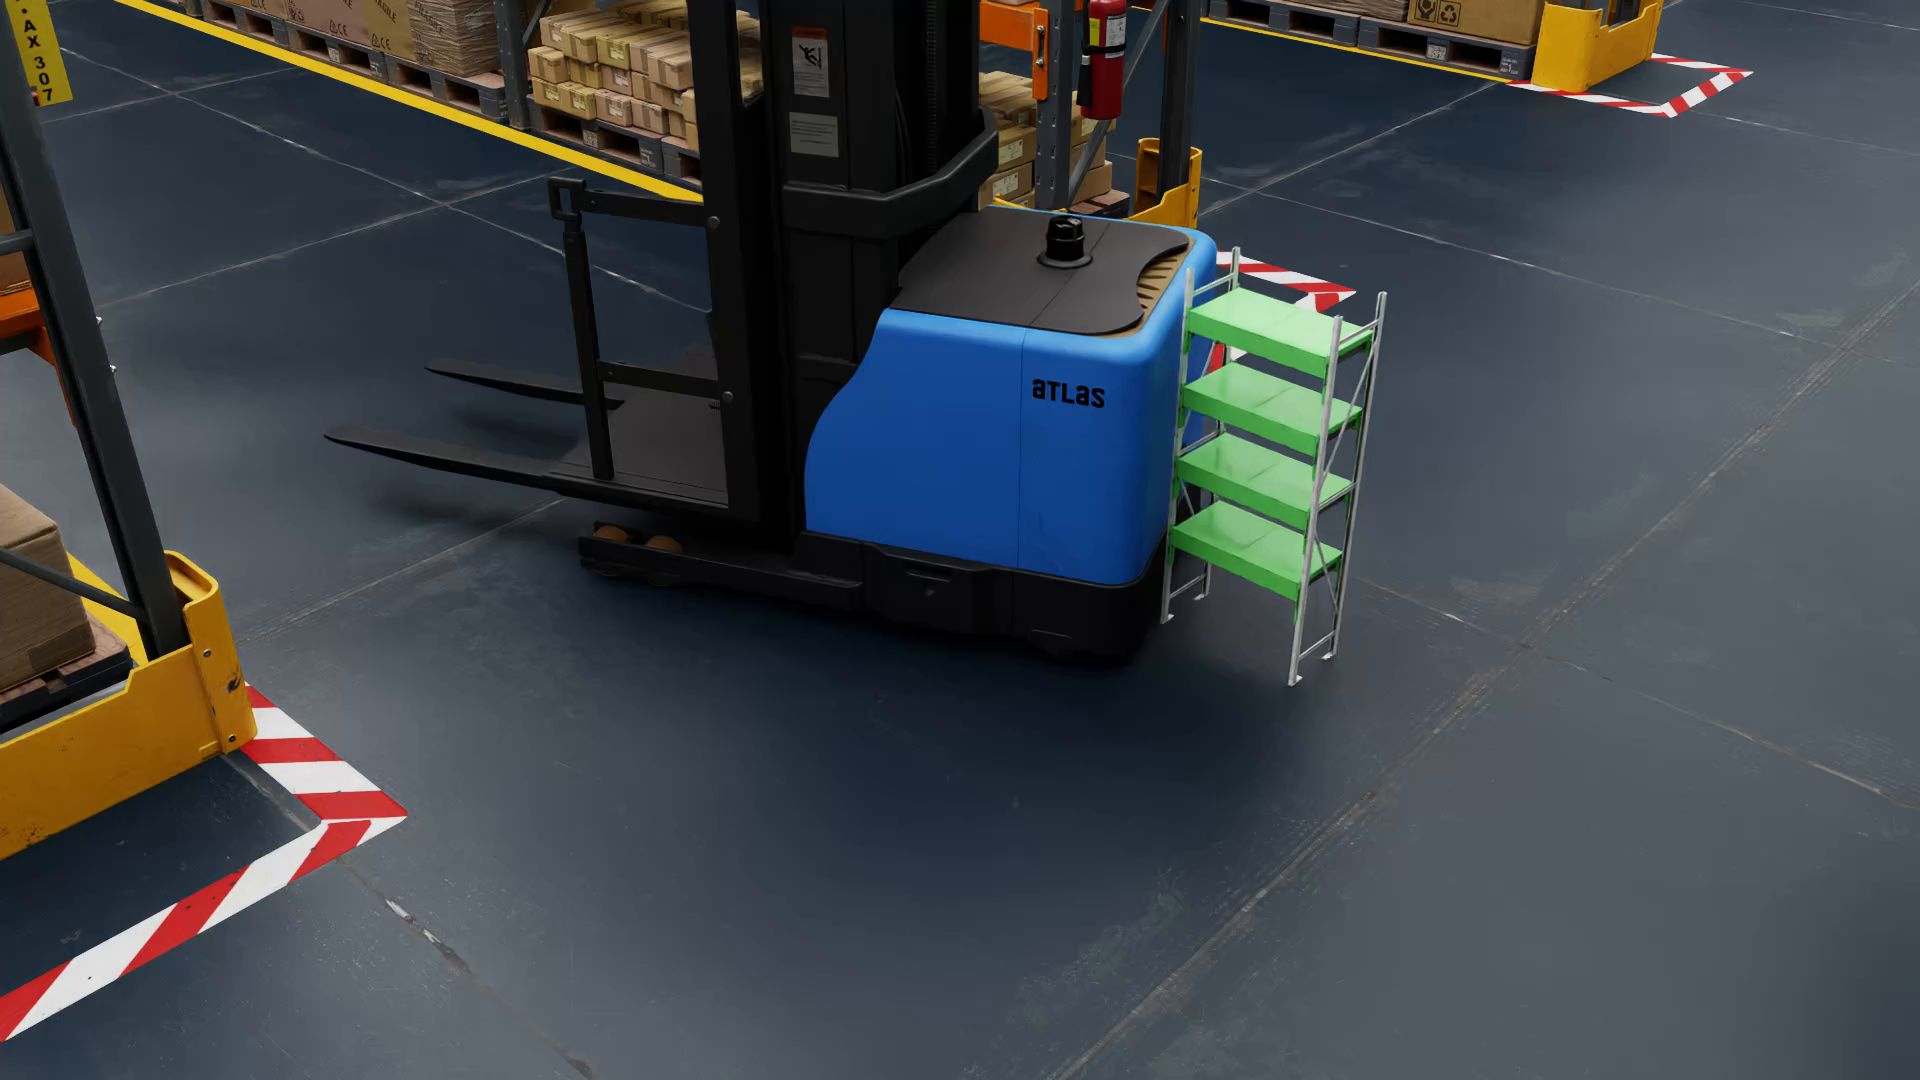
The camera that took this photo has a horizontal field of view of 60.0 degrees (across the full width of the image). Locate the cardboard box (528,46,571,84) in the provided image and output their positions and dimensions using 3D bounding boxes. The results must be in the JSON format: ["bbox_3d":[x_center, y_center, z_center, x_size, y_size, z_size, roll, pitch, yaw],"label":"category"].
[{"bbox_3d":[-2.211,-2.716,9.422,0.250,0.149,0.380,27,40,37],"label":"cardboard box"}]

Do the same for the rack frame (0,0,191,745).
[{"bbox_3d":[-2.546,-0.566,3.782,0.127,3.000,1.000,25,39,35],"label":"rack frame"}]

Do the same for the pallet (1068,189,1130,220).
[{"bbox_3d":[0.066,-1.620,8.237,1.213,0.211,1.003,25,39,35],"label":"pallet"}]

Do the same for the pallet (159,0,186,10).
[{"bbox_3d":[-5.764,-4.370,12.804,1.213,0.211,1.003,25,39,35],"label":"pallet"}]

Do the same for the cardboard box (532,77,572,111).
[{"bbox_3d":[-2.210,-2.588,9.497,0.250,0.149,0.380,23,38,33],"label":"cardboard box"}]

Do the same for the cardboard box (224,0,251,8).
[{"bbox_3d":[-4.877,-4.029,11.551,0.500,0.500,0.500,23,38,33],"label":"cardboard box"}]

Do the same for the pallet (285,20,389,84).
[{"bbox_3d":[-3.752,-3.375,11.151,1.213,0.211,1.003,25,39,35],"label":"pallet"}]

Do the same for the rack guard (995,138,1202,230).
[{"bbox_3d":[0.645,-1.449,7.673,0.348,0.500,1.175,25,39,35],"label":"rack guard"}]

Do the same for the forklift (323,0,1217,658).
[{"bbox_3d":[-0.739,-1.345,5.143,3.031,2.935,1.130,10,33,16],"label":"forklift"}]

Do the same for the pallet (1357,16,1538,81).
[{"bbox_3d":[3.459,-3.408,11.206,1.213,0.211,1.003,25,39,35],"label":"pallet"}]

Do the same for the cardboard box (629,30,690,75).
[{"bbox_3d":[-1.555,-2.625,8.982,0.250,0.149,0.380,24,38,34],"label":"cardboard box"}]

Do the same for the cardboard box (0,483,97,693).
[{"bbox_3d":[-3.102,0.162,4.650,0.875,0.438,0.875,24,38,34],"label":"cardboard box"}]

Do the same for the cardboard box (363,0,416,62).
[{"bbox_3d":[-3.363,-3.325,10.381,0.500,0.500,0.500,24,38,34],"label":"cardboard box"}]

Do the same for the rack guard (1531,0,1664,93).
[{"bbox_3d":[4.122,-3.276,10.708,0.348,0.500,1.175,25,39,35],"label":"rack guard"}]

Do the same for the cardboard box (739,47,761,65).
[{"bbox_3d":[-1.163,-2.443,8.680,0.250,0.149,0.380,23,38,33],"label":"cardboard box"}]

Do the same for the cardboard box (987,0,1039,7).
[{"bbox_3d":[0.270,-2.391,7.057,0.250,0.149,0.380,25,39,35],"label":"cardboard box"}]

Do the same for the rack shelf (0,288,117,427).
[{"bbox_3d":[-4.029,-0.950,5.117,4.000,0.370,1.077,25,39,35],"label":"rack shelf"}]

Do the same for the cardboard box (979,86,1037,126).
[{"bbox_3d":[0.255,-2.068,8.057,0.250,0.149,0.380,26,40,36],"label":"cardboard box"}]

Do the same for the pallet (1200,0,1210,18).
[{"bbox_3d":[1.650,-4.252,12.609,1.213,0.211,1.003,25,39,35],"label":"pallet"}]

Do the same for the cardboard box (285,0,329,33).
[{"bbox_3d":[-4.118,-3.681,10.972,0.500,0.500,0.500,24,38,34],"label":"cardboard box"}]

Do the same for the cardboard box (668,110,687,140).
[{"bbox_3d":[-1.349,-2.281,8.988,0.250,0.149,0.380,23,38,33],"label":"cardboard box"}]

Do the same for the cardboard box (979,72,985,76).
[{"bbox_3d":[-0.085,-2.258,8.373,0.250,0.149,0.380,23,38,33],"label":"cardboard box"}]

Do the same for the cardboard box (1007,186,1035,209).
[{"bbox_3d":[0.171,-1.555,7.781,0.250,0.149,0.380,26,40,36],"label":"cardboard box"}]

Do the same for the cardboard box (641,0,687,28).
[{"bbox_3d":[-1.610,-2.995,9.596,0.250,0.149,0.380,26,39,36],"label":"cardboard box"}]

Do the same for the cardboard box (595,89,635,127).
[{"bbox_3d":[-1.794,-2.430,9.234,0.250,0.149,0.380,25,39,35],"label":"cardboard box"}]

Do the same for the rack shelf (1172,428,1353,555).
[{"bbox_3d":[0.904,-0.152,4.962,0.480,0.148,0.258,26,40,36],"label":"rack shelf"}]

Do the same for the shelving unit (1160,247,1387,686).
[{"bbox_3d":[0.904,-0.206,4.929,0.503,1.200,0.258,26,40,36],"label":"shelving unit"}]

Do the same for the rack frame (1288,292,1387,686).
[{"bbox_3d":[1.080,-0.119,4.785,0.015,1.200,0.240,26,40,36],"label":"rack frame"}]

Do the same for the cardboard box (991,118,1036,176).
[{"bbox_3d":[0.138,-1.794,7.601,0.250,0.149,0.380,26,39,36],"label":"cardboard box"}]

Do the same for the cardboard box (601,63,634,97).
[{"bbox_3d":[-1.758,-2.593,9.217,0.250,0.149,0.380,25,39,35],"label":"cardboard box"}]

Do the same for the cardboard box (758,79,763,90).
[{"bbox_3d":[-0.794,-2.263,8.380,0.250,0.149,0.380,24,38,34],"label":"cardboard box"}]

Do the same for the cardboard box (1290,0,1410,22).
[{"bbox_3d":[2.901,-4.131,11.357,0.875,0.875,0.875,25,39,35],"label":"cardboard box"}]

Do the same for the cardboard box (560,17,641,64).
[{"bbox_3d":[-1.984,-2.775,9.232,0.380,0.149,0.250,-27,40,-37],"label":"cardboard box"}]

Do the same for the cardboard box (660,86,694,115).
[{"bbox_3d":[-1.372,-2.394,8.887,0.250,0.149,0.380,27,40,37],"label":"cardboard box"}]

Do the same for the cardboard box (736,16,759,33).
[{"bbox_3d":[-1.281,-2.792,9.259,0.250,0.149,0.380,27,40,37],"label":"cardboard box"}]

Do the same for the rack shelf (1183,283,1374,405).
[{"bbox_3d":[0.904,-0.563,4.715,0.480,0.148,0.258,26,40,36],"label":"rack shelf"}]

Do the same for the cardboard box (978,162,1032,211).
[{"bbox_3d":[0.118,-1.653,7.657,0.250,0.149,0.380,24,38,34],"label":"cardboard box"}]

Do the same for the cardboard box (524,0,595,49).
[{"bbox_3d":[-2.635,-3.344,10.413,0.500,0.500,0.500,27,40,37],"label":"cardboard box"}]

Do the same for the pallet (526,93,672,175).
[{"bbox_3d":[-1.743,-2.465,9.639,1.213,0.211,1.003,25,39,35],"label":"pallet"}]

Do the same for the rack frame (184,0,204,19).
[{"bbox_3d":[-5.231,-5.263,11.583,0.127,3.000,1.000,25,39,35],"label":"rack frame"}]
